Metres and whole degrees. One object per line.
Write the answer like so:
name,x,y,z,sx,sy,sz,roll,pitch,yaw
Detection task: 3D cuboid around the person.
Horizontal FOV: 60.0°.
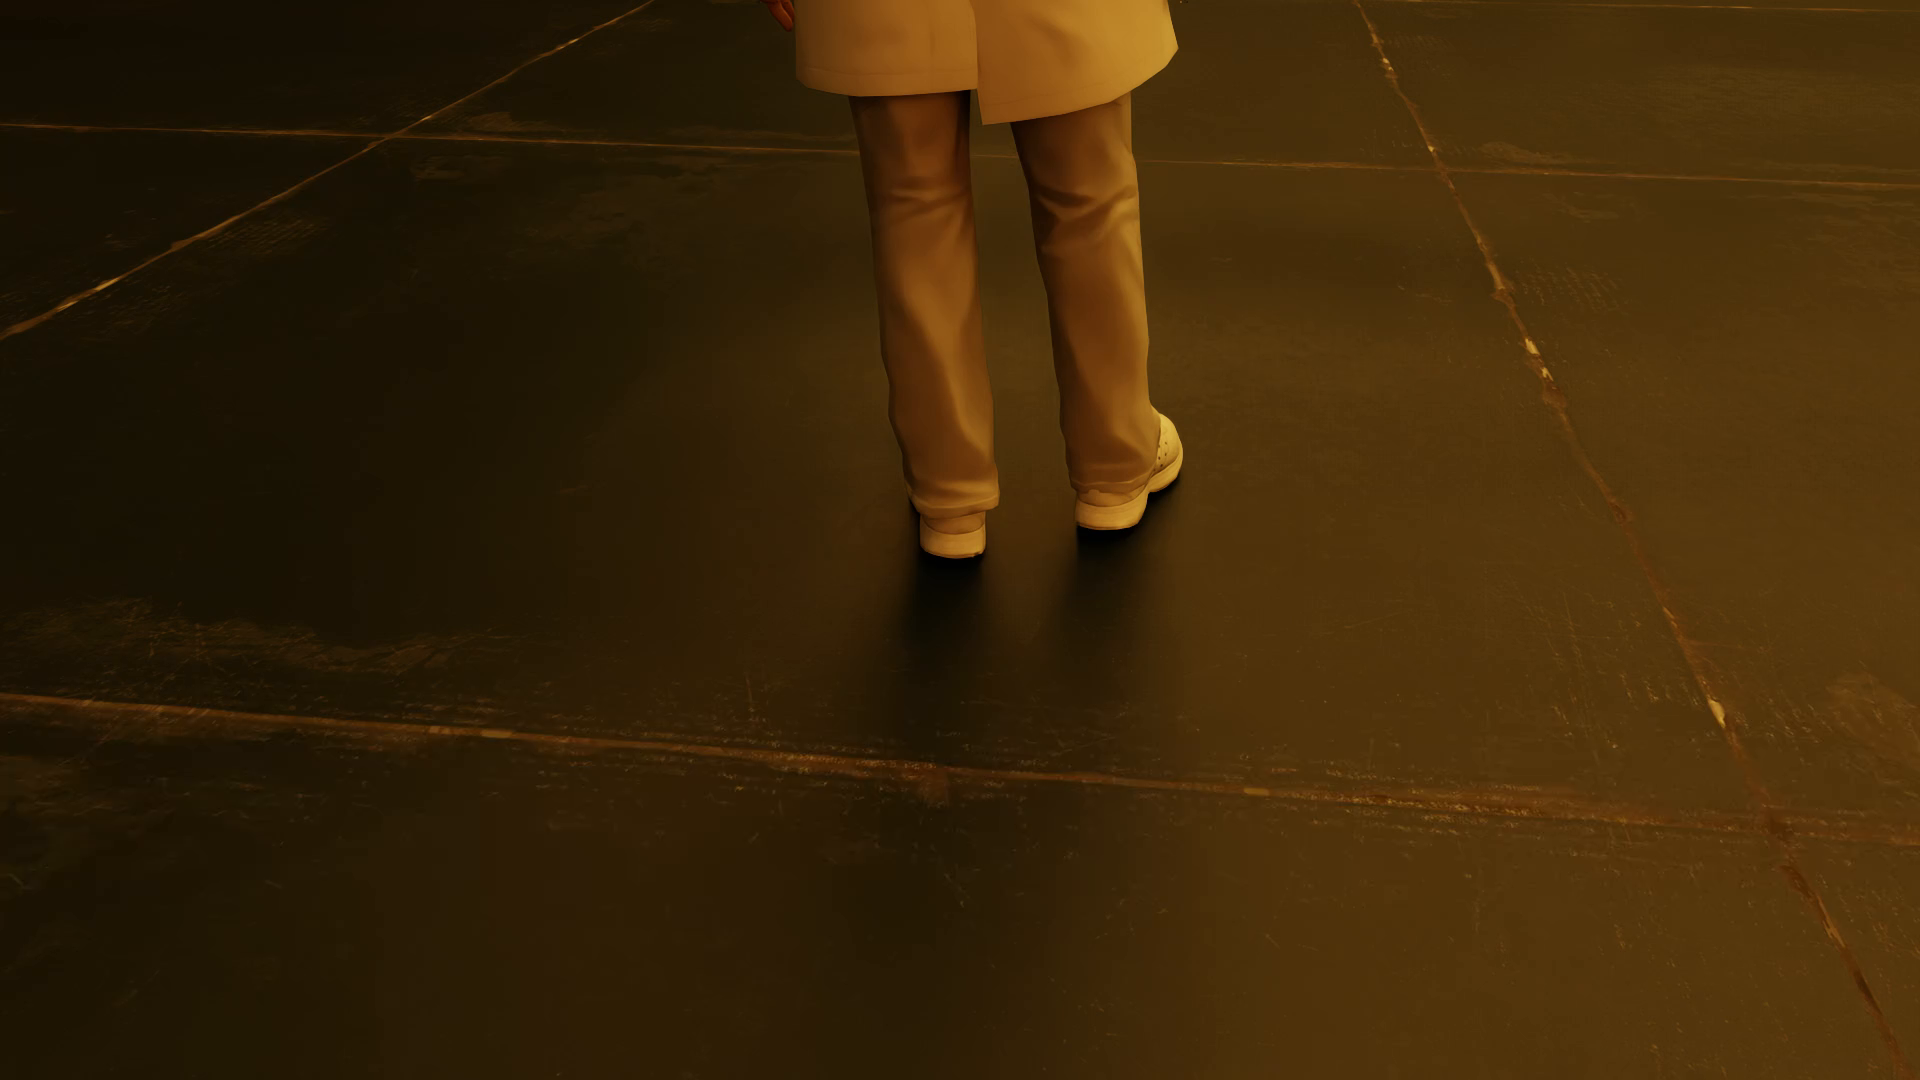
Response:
person,0.017,-0.841,2.180,0.696,1.775,0.581,3,27,7
